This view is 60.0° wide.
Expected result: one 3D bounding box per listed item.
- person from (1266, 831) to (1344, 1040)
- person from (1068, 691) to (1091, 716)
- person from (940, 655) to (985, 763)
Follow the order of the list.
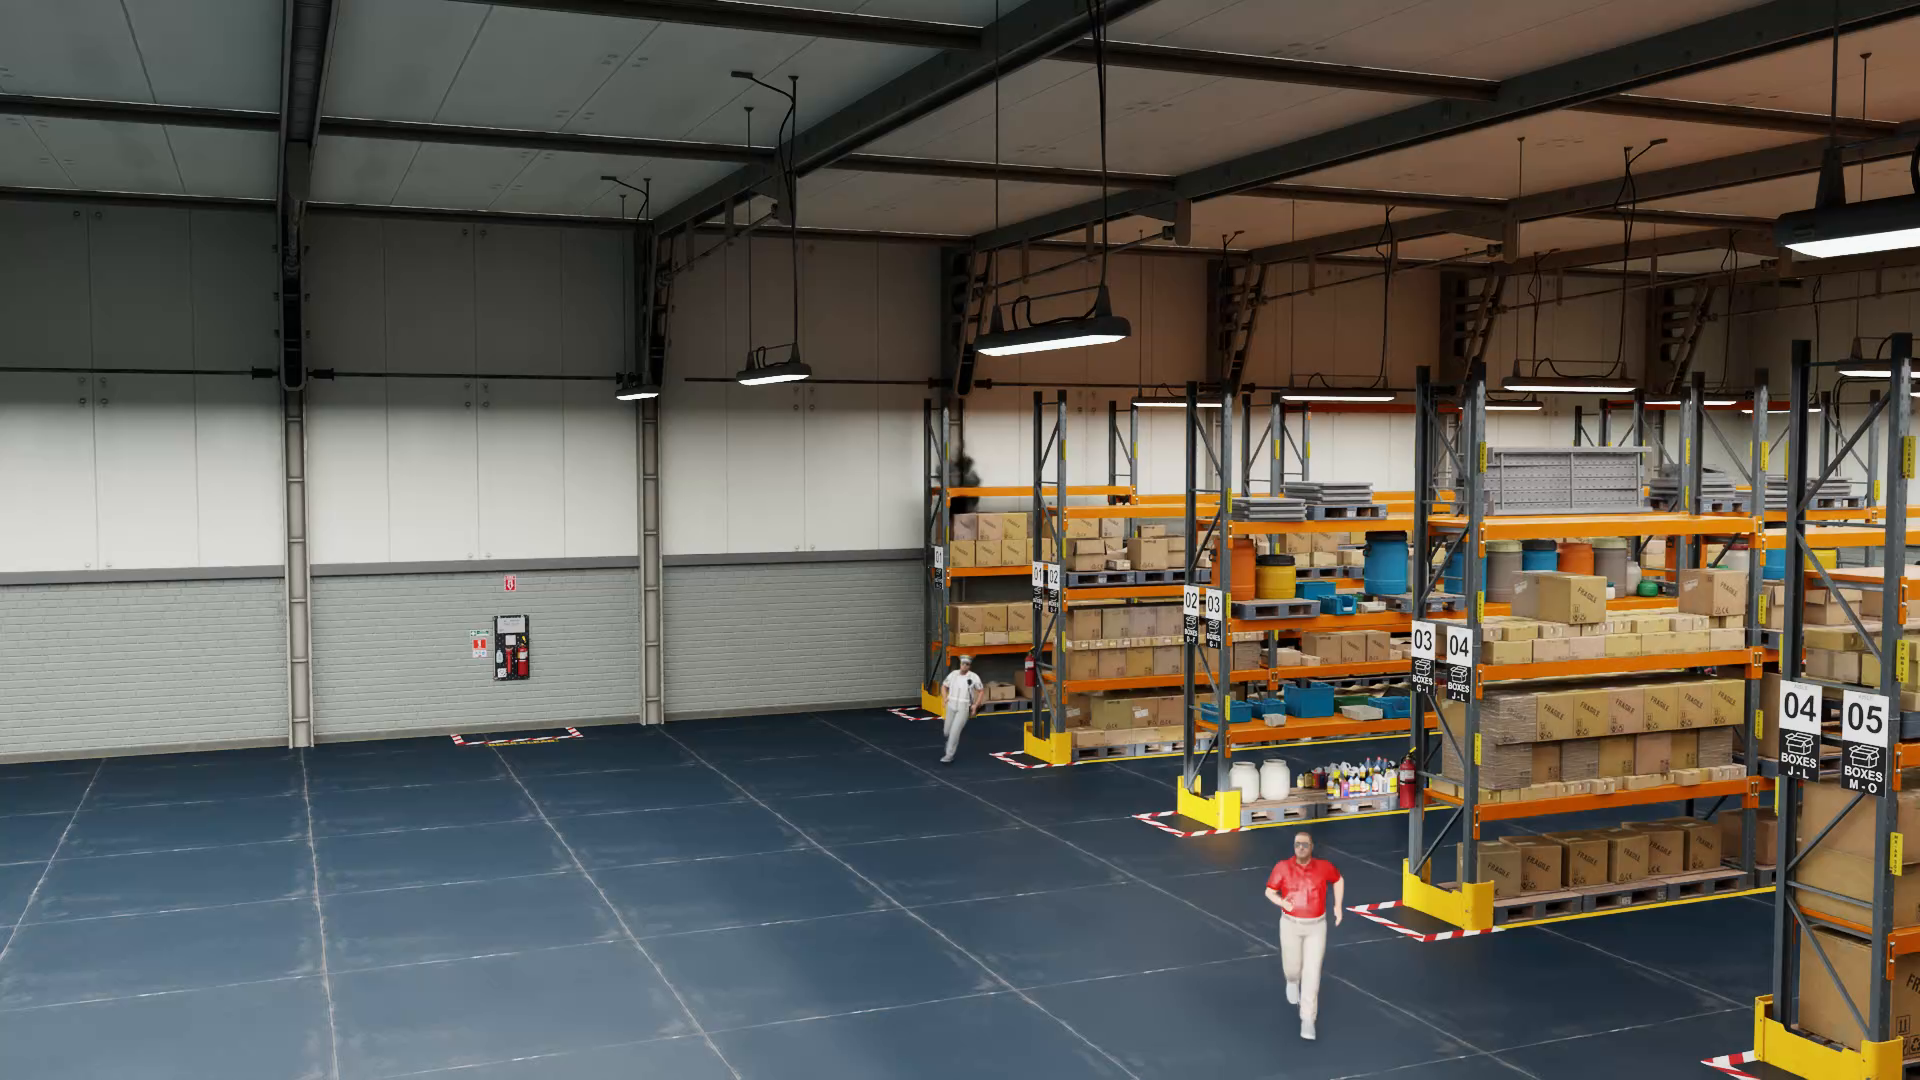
[{"bbox_3d":[3.031,3.415,14.656,0.677,1.664,1.100,1,3,14],"label":"person"},{"bbox_3d":[2.133,2.589,29.357,0.877,1.671,0.642,-2,4,-25],"label":"person"},{"bbox_3d":[0.026,2.714,27.025,0.715,1.722,0.769,1,3,14],"label":"person"}]
